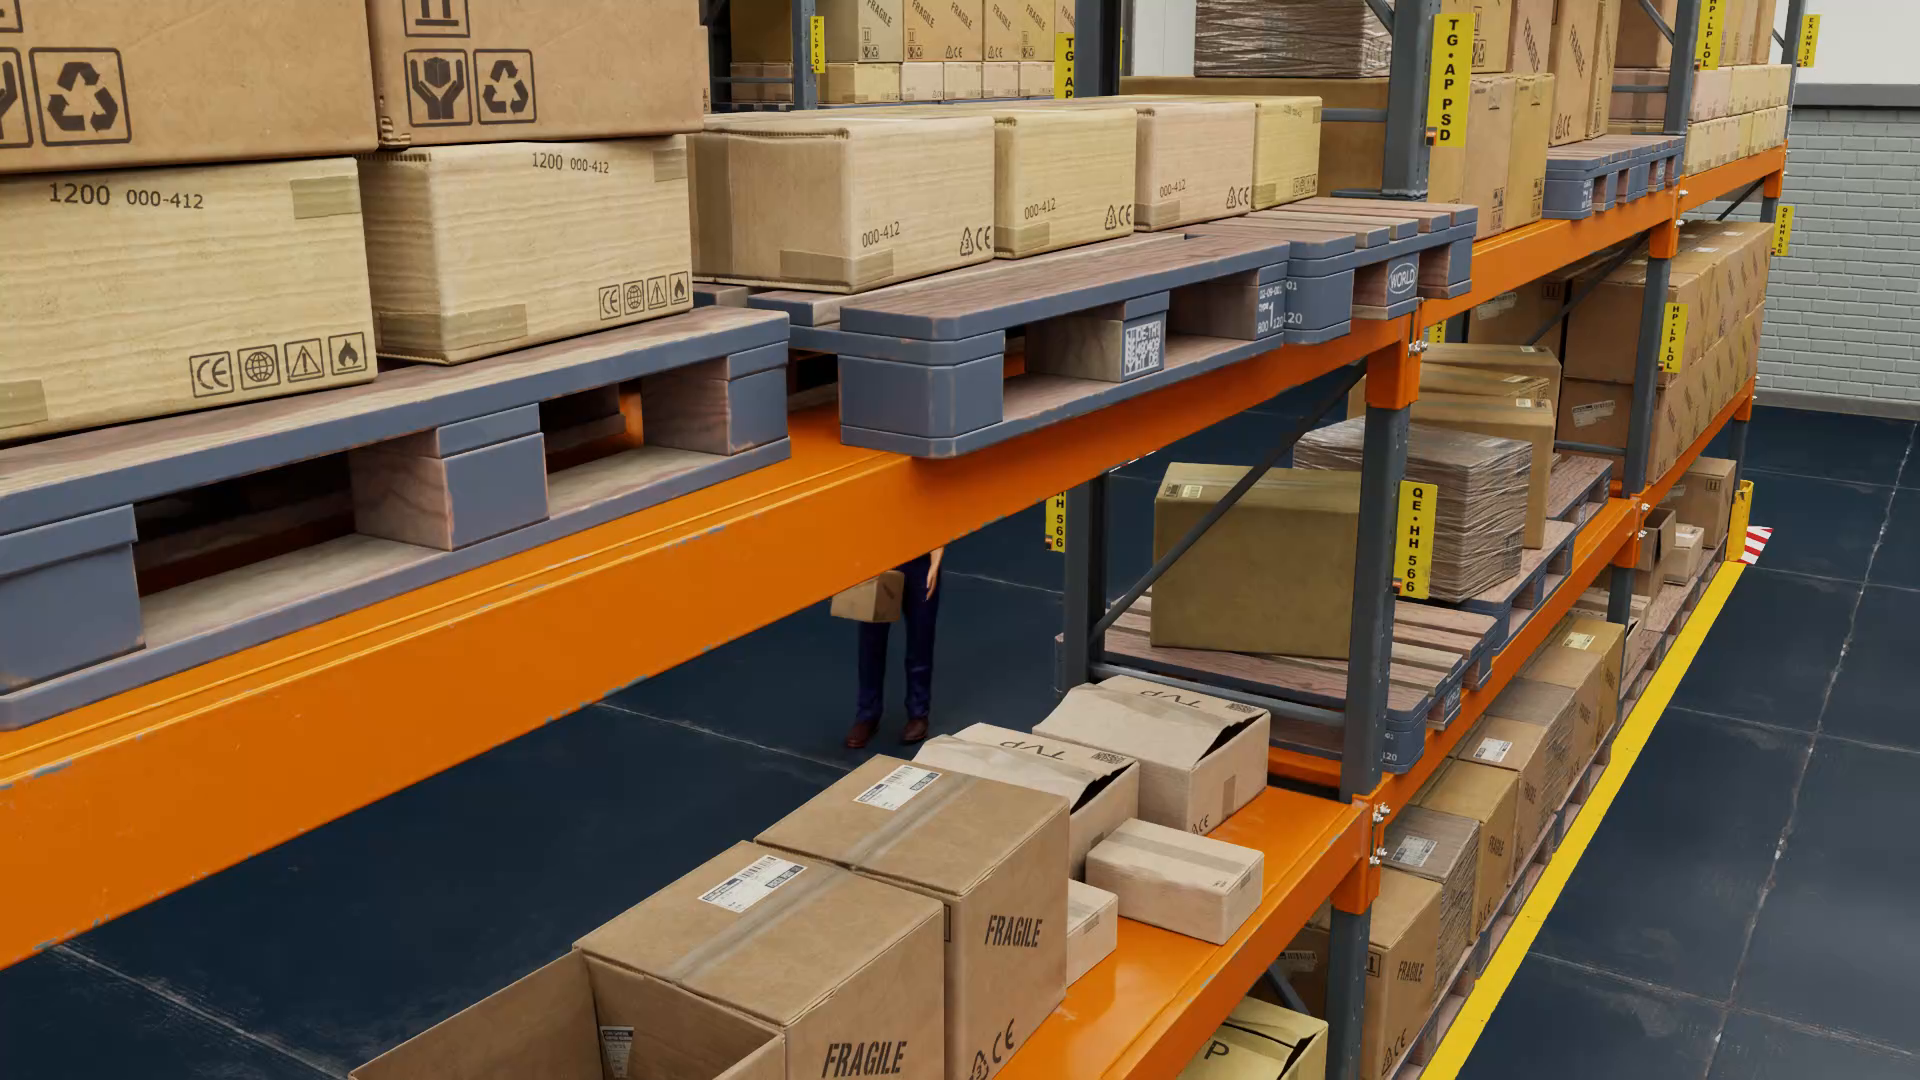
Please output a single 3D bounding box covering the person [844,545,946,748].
[{"bbox_3d":[-0.327,0.207,8.351,0.551,1.646,0.456,-2,16,-5],"label":"person"}]
